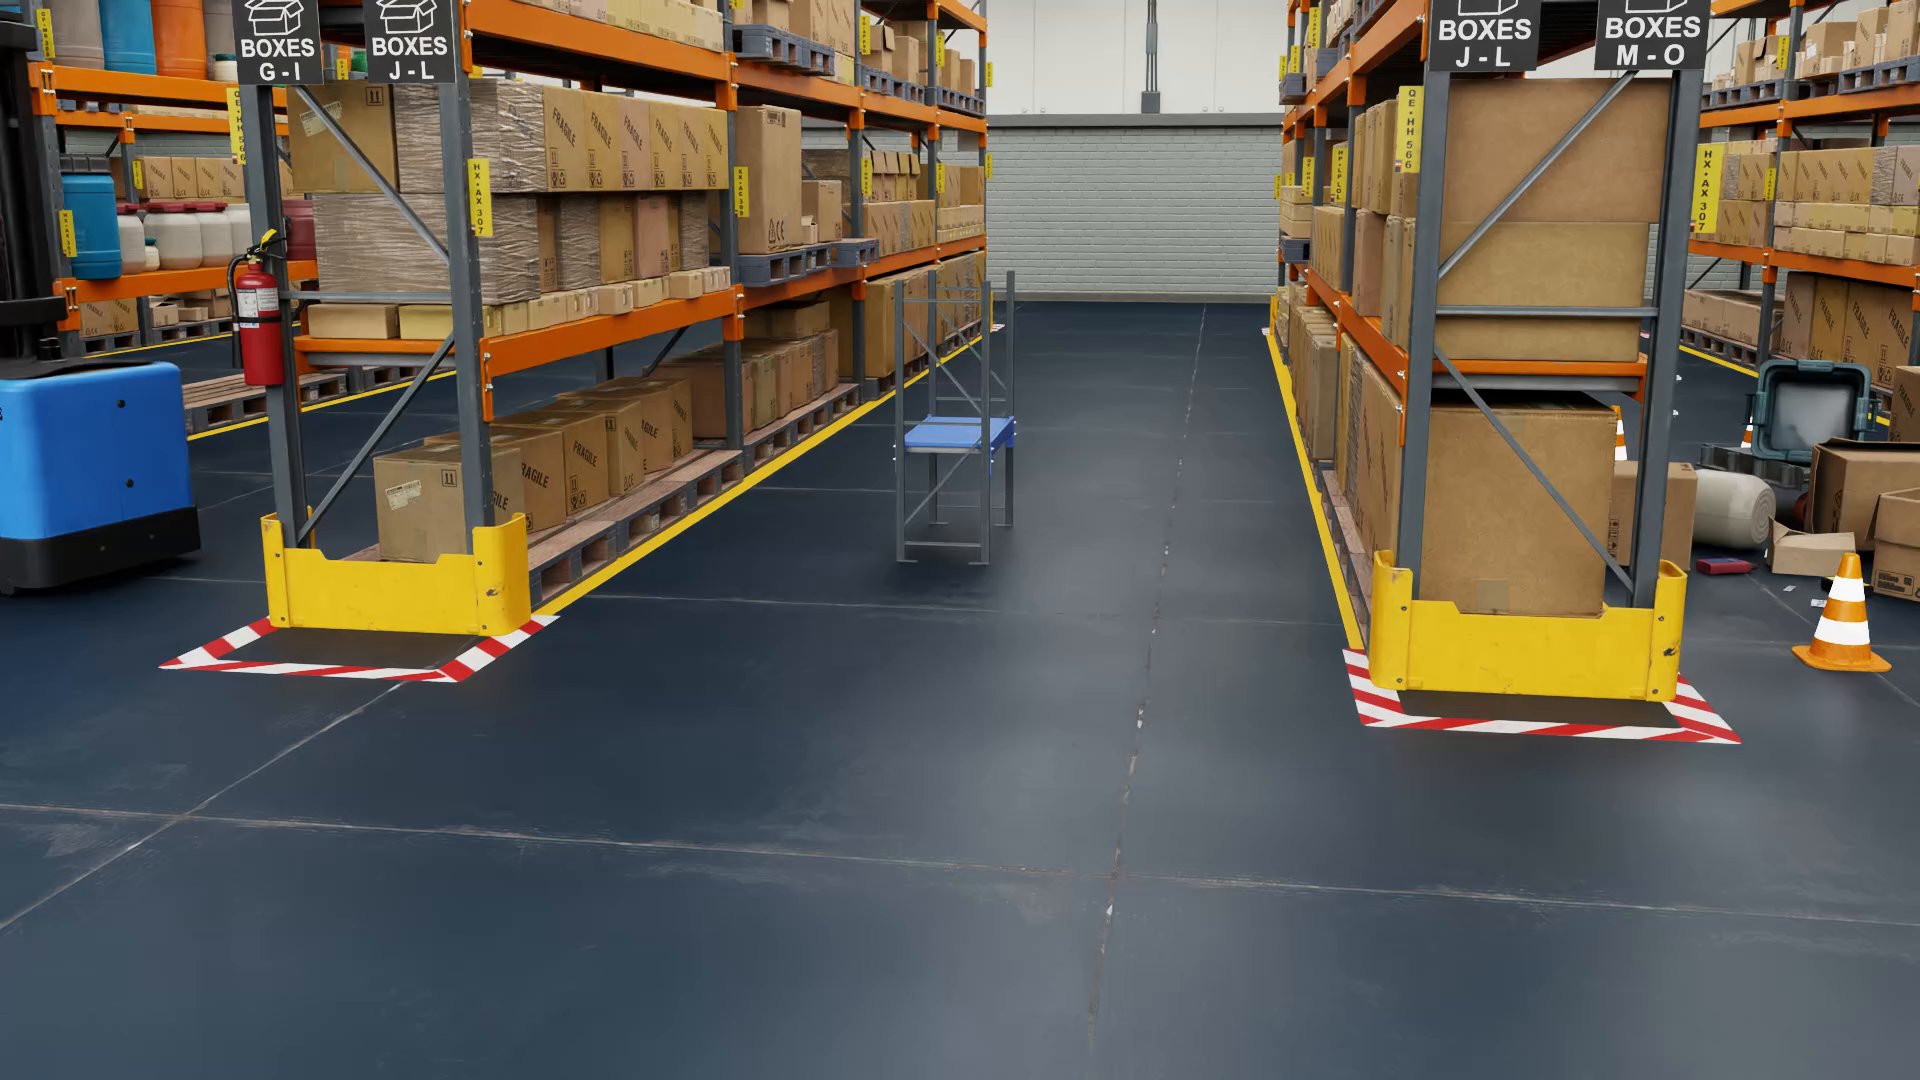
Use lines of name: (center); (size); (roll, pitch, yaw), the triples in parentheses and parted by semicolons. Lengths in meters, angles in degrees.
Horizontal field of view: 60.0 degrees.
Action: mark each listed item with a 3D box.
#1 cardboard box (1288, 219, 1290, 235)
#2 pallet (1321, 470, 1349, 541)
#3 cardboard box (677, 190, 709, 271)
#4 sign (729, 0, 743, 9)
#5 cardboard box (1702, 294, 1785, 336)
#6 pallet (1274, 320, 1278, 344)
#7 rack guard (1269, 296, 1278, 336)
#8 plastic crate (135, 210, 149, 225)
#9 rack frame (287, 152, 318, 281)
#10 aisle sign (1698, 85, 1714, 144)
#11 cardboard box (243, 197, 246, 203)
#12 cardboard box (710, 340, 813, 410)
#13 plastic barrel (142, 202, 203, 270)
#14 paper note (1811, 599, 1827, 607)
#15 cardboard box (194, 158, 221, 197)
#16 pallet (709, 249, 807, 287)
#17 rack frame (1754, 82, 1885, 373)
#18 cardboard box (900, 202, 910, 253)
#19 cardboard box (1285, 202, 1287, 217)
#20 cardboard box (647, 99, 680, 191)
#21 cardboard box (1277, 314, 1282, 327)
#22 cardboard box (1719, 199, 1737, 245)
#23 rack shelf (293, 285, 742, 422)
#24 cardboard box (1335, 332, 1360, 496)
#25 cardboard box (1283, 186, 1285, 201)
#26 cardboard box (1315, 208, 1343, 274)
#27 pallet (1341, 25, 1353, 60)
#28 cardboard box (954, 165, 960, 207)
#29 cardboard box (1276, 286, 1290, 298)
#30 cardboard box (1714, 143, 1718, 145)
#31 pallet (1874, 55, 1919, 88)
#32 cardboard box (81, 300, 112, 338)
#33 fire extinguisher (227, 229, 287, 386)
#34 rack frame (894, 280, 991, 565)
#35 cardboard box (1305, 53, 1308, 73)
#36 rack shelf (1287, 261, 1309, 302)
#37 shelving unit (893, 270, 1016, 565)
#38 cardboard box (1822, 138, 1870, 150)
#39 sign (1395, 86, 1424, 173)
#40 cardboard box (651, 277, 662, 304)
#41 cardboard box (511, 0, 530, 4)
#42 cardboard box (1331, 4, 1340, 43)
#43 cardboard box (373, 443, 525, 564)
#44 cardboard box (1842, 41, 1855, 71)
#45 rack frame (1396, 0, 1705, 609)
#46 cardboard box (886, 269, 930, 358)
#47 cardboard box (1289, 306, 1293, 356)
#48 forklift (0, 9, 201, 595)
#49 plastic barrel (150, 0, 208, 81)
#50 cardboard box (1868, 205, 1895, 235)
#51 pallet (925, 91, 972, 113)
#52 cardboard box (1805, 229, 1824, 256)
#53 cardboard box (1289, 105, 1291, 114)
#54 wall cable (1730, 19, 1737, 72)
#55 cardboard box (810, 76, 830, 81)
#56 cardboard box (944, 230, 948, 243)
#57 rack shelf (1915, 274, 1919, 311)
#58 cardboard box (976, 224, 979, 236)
cardboard box: (3.252, -2.910, 15.477); (0.380, 0.149, 0.250); (2, 12, 8)
pallet: (2.700, -0.202, 9.928); (1.003, 0.211, 1.213); (2, 12, 9)
cardboard box: (-2.122, -2.005, 10.733); (0.875, 0.500, 0.500); (2, 12, 9)
sign: (-1.454, -3.605, 10.756); (0.100, 0.325, 0.005); (2, 12, 9)
cardboard box: (9.511, -2.701, 19.989); (0.875, 0.438, 0.875); (2, 12, 10)
pallet: (4.568, -2.672, 21.389); (1.003, 0.211, 1.213); (2, 12, 9)
rack guard: (4.728, -2.981, 22.138); (1.175, 0.500, 0.348); (2, 12, 9)
plastic crate: (-6.821, -2.600, 14.287); (0.402, 0.464, 0.583); (2, 12, 9)
rack frame: (-9.934, -4.722, 24.284); (1.000, 3.000, 0.127); (2, 12, 9)
aisle sign: (9.371, -5.374, 21.141); (0.394, 0.787, 0.004); (2, 12, 9)
cardboard box: (-9.892, -4.457, 22.818); (0.500, 0.500, 0.500); (2, 12, 9)
cardboard box: (-1.613, -1.354, 13.544); (0.700, 0.500, 0.500); (3, 13, 13)
plastic barrel: (-6.409, -2.474, 13.530); (0.433, 0.535, 0.433); (0, 12, 0)
paper note: (4.191, 0.302, 8.025); (0.144, 0.017, 0.142); (7, 14, 28)
cardboard box: (-10.040, -4.730, 21.713); (0.500, 0.500, 0.500); (2, 12, 7)
pallet: (-1.730, -1.963, 11.937); (1.003, 0.211, 1.213); (2, 12, 9)
rack frame: (9.031, -3.247, 17.438); (1.000, 3.000, 0.127); (2, 12, 9)
cardboard box: (-0.801, -3.194, 16.959); (0.500, 0.500, 0.500); (2, 12, 9)
cardboard box: (3.371, -3.221, 16.213); (0.380, 0.149, 0.250); (2, 12, 8)
cardboard box: (-1.942, -2.275, 9.611); (0.500, 0.500, 0.500); (2, 12, 9)
cardboard box: (4.204, -2.773, 21.010); (0.380, 0.149, 0.250); (2, 12, 9)
cardboard box: (8.986, -3.613, 18.899); (0.500, 0.500, 0.500); (2, 12, 8)
rack shelf: (-2.299, -1.134, 9.344); (1.077, 0.370, 4.000); (2, 12, 9)
cardboard box: (2.728, -0.759, 9.940); (0.875, 0.875, 0.875); (2, 12, 10)
cardboard box: (3.490, -3.529, 16.934); (0.380, 0.149, 0.250); (2, 12, 8)
cardboard box: (3.020, -2.306, 12.838); (0.500, 0.500, 0.500); (2, 12, 9)
pallet: (2.986, -3.286, 10.954); (0.805, 0.209, 1.217); (1, 12, 6)
cardboard box: (-0.276, -4.308, 20.235); (0.500, 0.500, 0.500); (1, 12, 7)
cardboard box: (4.323, -3.223, 21.687); (0.380, 0.149, 0.250); (1, 12, 6)
cardboard box: (9.104, -4.599, 19.565); (0.380, 0.149, 0.250); (2, 12, 9)
pallet: (8.462, -3.924, 13.908); (1.213, 0.211, 1.003); (2, 12, 11)
cardboard box: (-10.426, -2.668, 19.642); (0.500, 0.500, 0.500); (2, 12, 9)
fire extinguisher: (-3.080, -1.023, 7.303); (0.296, 0.674, 0.183); (2, 12, 9)
rack frame: (-0.091, -0.610, 8.762); (0.500, 1.500, 0.032); (2, 12, 9)
cardboard box: (3.782, -4.838, 16.915); (0.500, 0.311, 0.500); (2, 12, 8)
rack shelf: (3.817, -2.618, 16.228); (1.077, 0.370, 4.000); (2, 12, 9)
shelving unit: (-0.013, -0.715, 9.253); (0.538, 1.500, 1.048); (2, 12, 9)
cardboard box: (9.336, -4.159, 17.520); (0.380, 0.149, 0.250); (2, 12, 8)
sign: (1.745, -1.590, 6.441); (0.100, 0.325, 0.005); (2, 12, 9)
cardboard box: (-1.975, -1.467, 9.775); (0.380, 0.149, 0.250); (2, 12, 9)
cardboard box: (-2.277, -2.555, 7.463); (0.500, 0.250, 0.500); (2, 12, 10)
cardboard box: (3.103, -3.953, 12.716); (0.500, 0.250, 0.500); (2, 12, 10)
cardboard box: (-2.494, -0.182, 8.156); (0.500, 0.500, 0.500); (4, 13, 19)
cardboard box: (8.404, -4.483, 15.379); (0.396, 0.266, 0.258); (3, 13, 13)
rack frame: (2.279, -0.888, 6.493); (1.000, 3.000, 0.127); (2, 12, 9)
cardboard box: (-0.976, -2.414, 17.623); (1.225, 0.875, 0.875); (1, 12, 7)
cardboard box: (3.749, -2.224, 17.630); (0.500, 0.500, 0.500); (2, 12, 11)
forklift: (-5.646, -1.341, 8.757); (3.031, 2.935, 1.130); (5, 13, 21)
plastic barrel: (-6.712, -4.272, 14.055); (0.600, 0.830, 0.708); (2, 12, 9)
cardboard box: (8.315, -2.801, 14.539); (0.500, 0.250, 0.500); (2, 12, 7)
pallet: (-0.435, -5.414, 20.585); (1.003, 0.211, 1.213); (2, 12, 9)
cardboard box: (8.530, -2.876, 16.076); (0.500, 0.250, 0.500); (2, 12, 8)
cardboard box: (4.176, -5.202, 19.748); (0.500, 0.250, 0.500); (2, 12, 8)
wall cable: (10.985, -8.180, 26.091); (2.355, 3.000, 0.029); (2, 12, 9)
cardboard box: (-1.350, -3.813, 13.302); (0.500, 0.250, 0.500); (2, 12, 10)
cardboard box: (-0.347, -3.550, 19.444); (0.380, 0.149, 0.250); (1, 12, 7)
rack shelf: (8.108, -1.646, 11.718); (1.077, 0.370, 4.000); (2, 12, 9)
cardboard box: (0.047, -4.086, 21.930); (0.380, 0.149, 0.250); (2, 12, 9)
